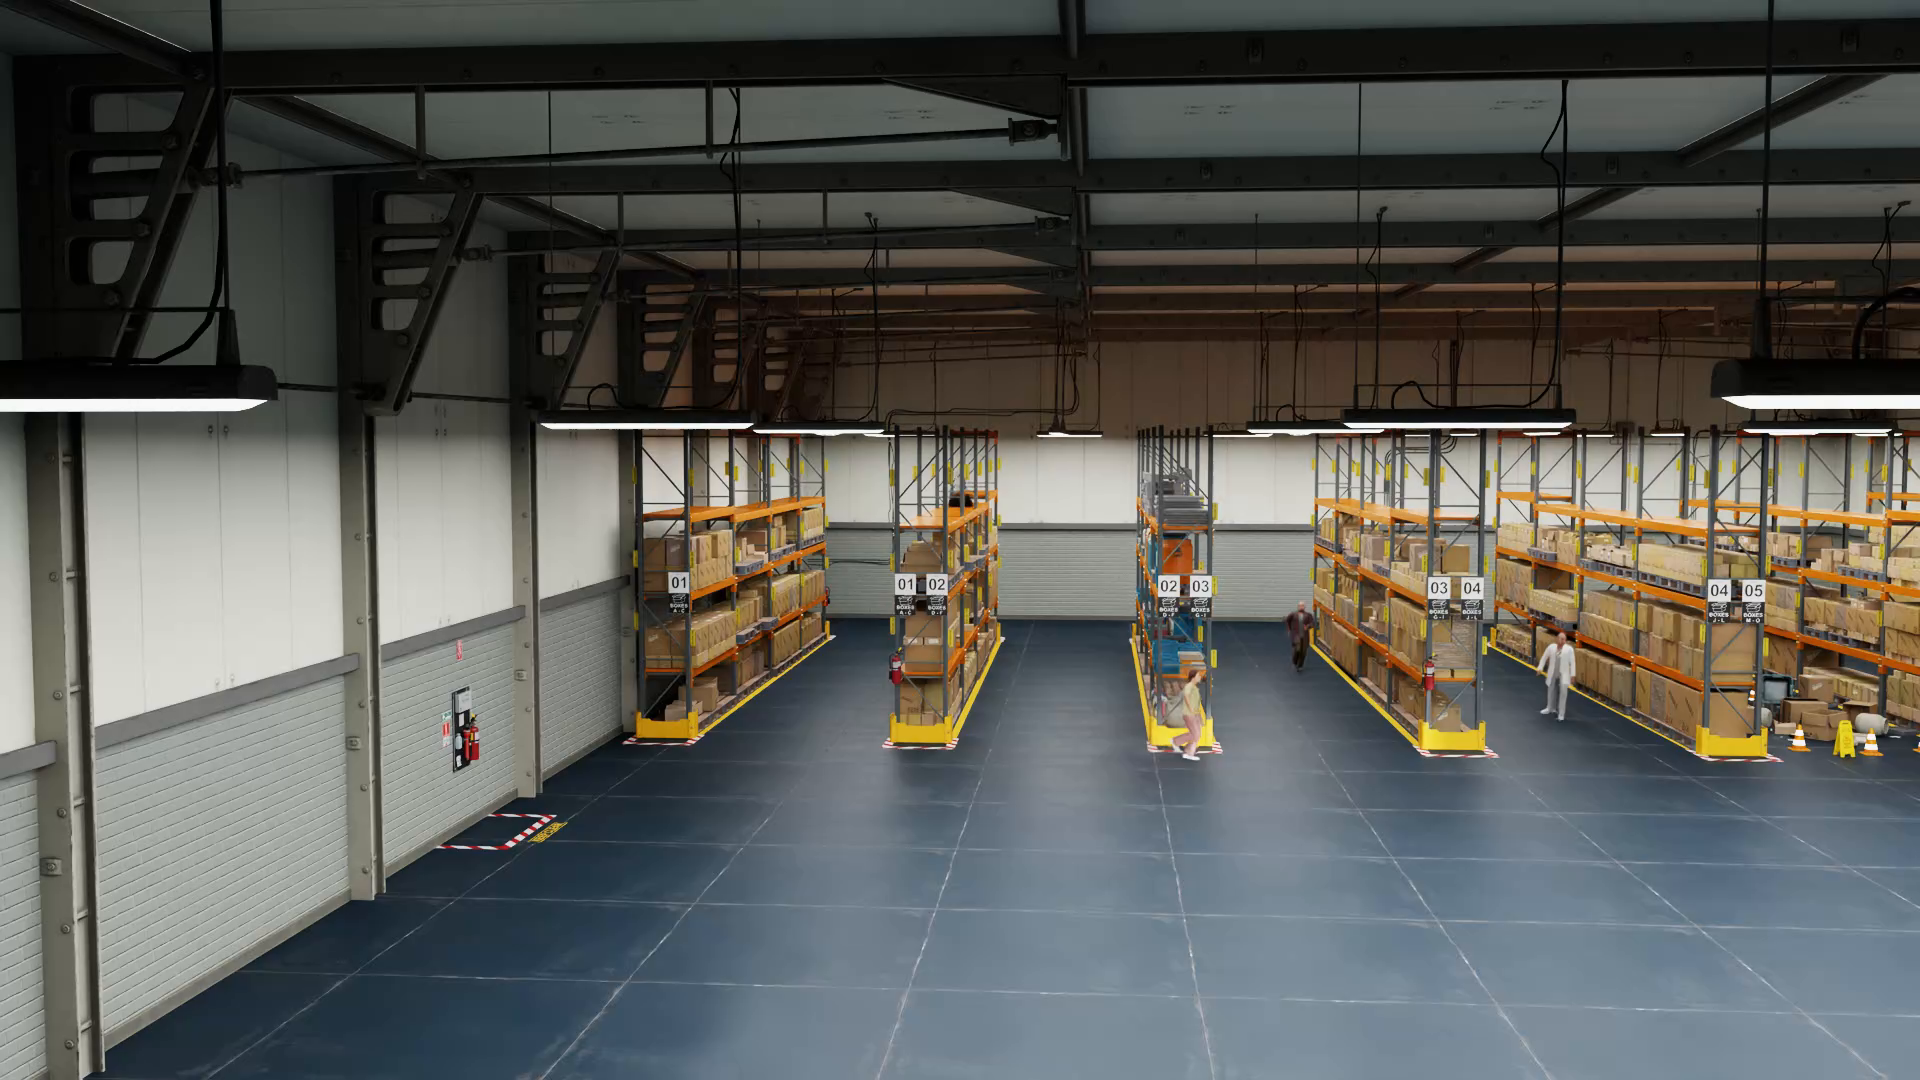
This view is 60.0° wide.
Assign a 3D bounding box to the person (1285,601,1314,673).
[{"bbox_3d":[8.359,2.385,40.789,0.659,1.752,0.717,0,3,0],"label":"person"}]

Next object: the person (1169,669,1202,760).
[{"bbox_3d":[4.040,3.131,29.824,0.568,1.637,0.621,1,4,21],"label":"person"}]

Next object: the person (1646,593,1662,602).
[{"bbox_3d":[20.240,1.976,48.448,0.880,1.657,0.598,-1,4,-16],"label":"person"}]

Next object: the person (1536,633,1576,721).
[{"bbox_3d":[12.304,2.789,34.289,0.756,1.777,0.828,2,4,34],"label":"person"}]
